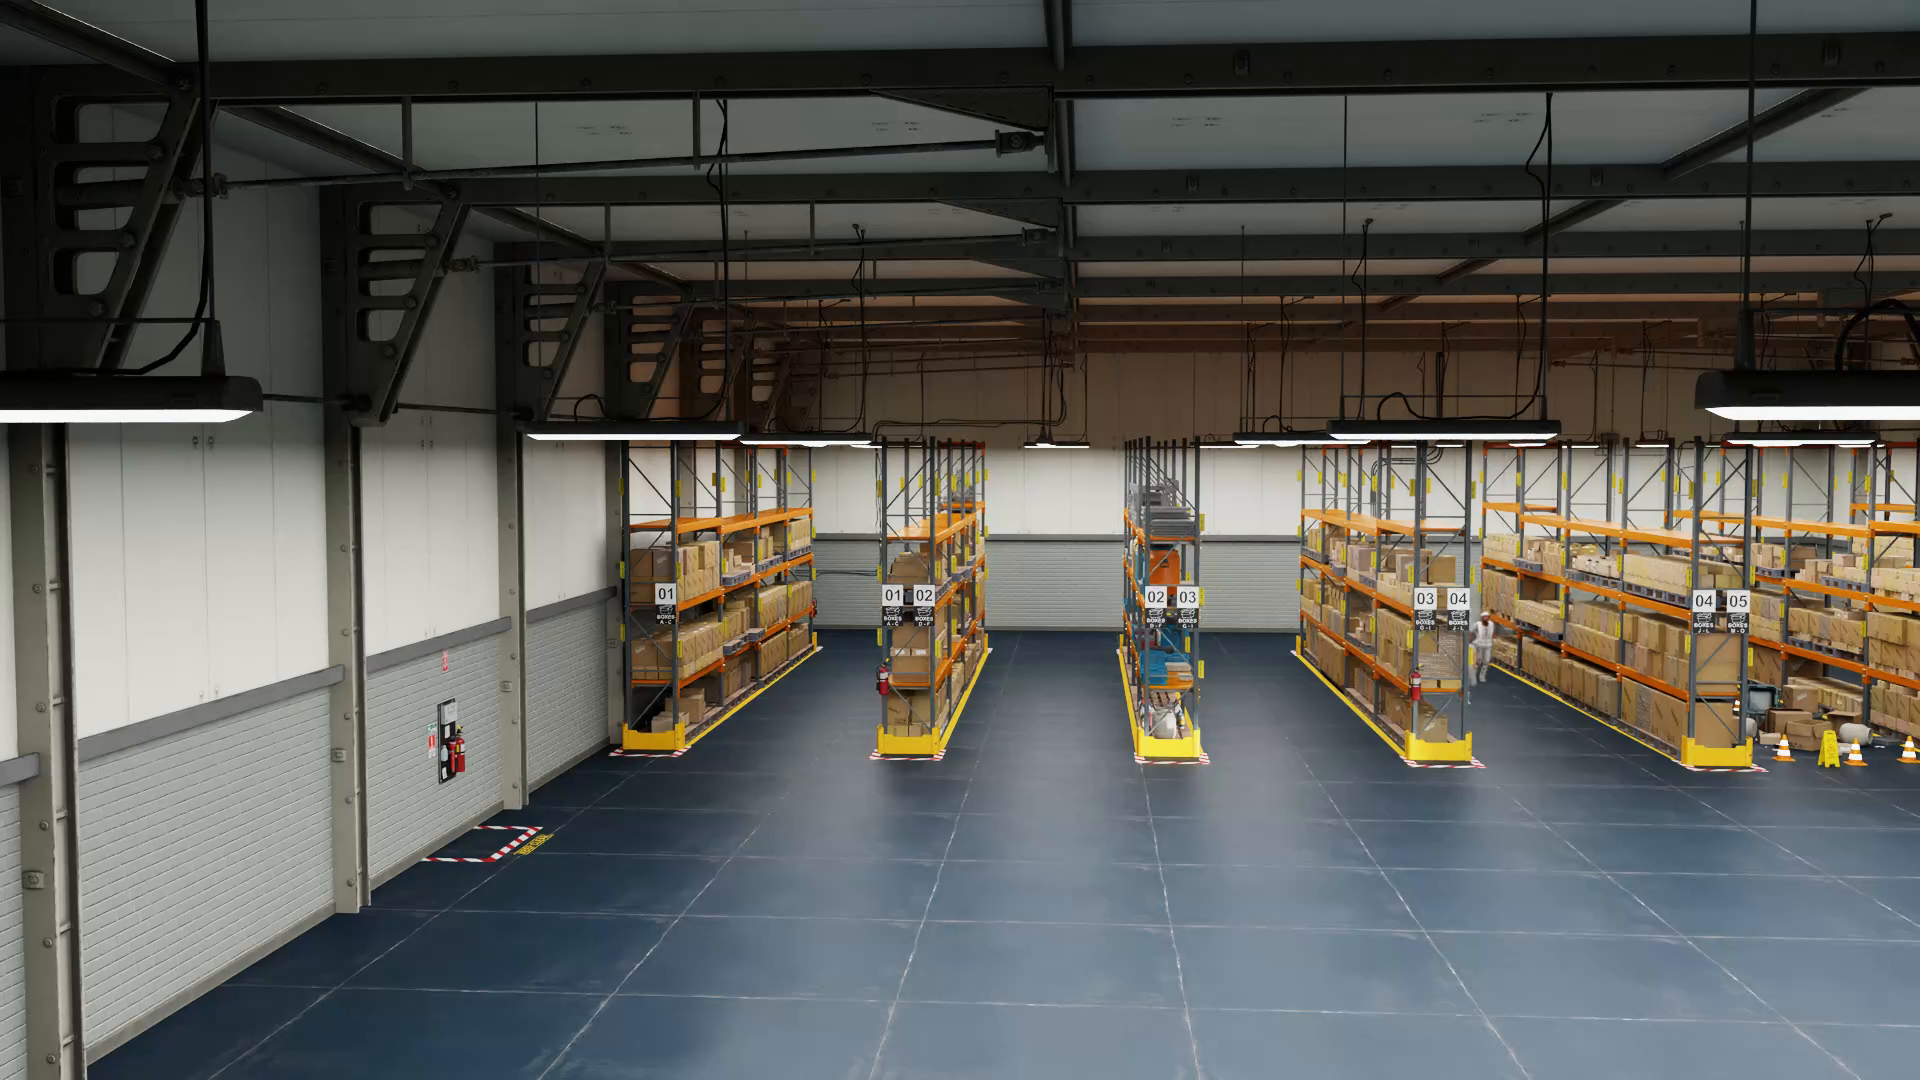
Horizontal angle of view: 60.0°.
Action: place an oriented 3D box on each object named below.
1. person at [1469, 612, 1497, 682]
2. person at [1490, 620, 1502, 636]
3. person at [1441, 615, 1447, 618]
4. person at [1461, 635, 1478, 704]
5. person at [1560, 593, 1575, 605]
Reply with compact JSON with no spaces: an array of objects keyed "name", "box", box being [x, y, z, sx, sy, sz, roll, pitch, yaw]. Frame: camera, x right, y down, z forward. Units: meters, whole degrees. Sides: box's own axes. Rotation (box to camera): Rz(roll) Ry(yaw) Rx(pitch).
[{"name":"person","box":[13.043,2.644,41.468,0.703,1.744,0.666,0,3,-3]},{"name":"person","box":[15.343,2.366,47.634,0.535,1.609,0.656,2,4,37]},{"name":"person","box":[13.245,2.514,46.108,0.549,1.526,0.569,1,3,18]},{"name":"person","box":[11.428,2.899,37.512,0.541,1.624,0.553,0,3,1]},{"name":"person","box":[17.334,2.301,47.493,0.959,1.805,0.727,1,3,11]}]
